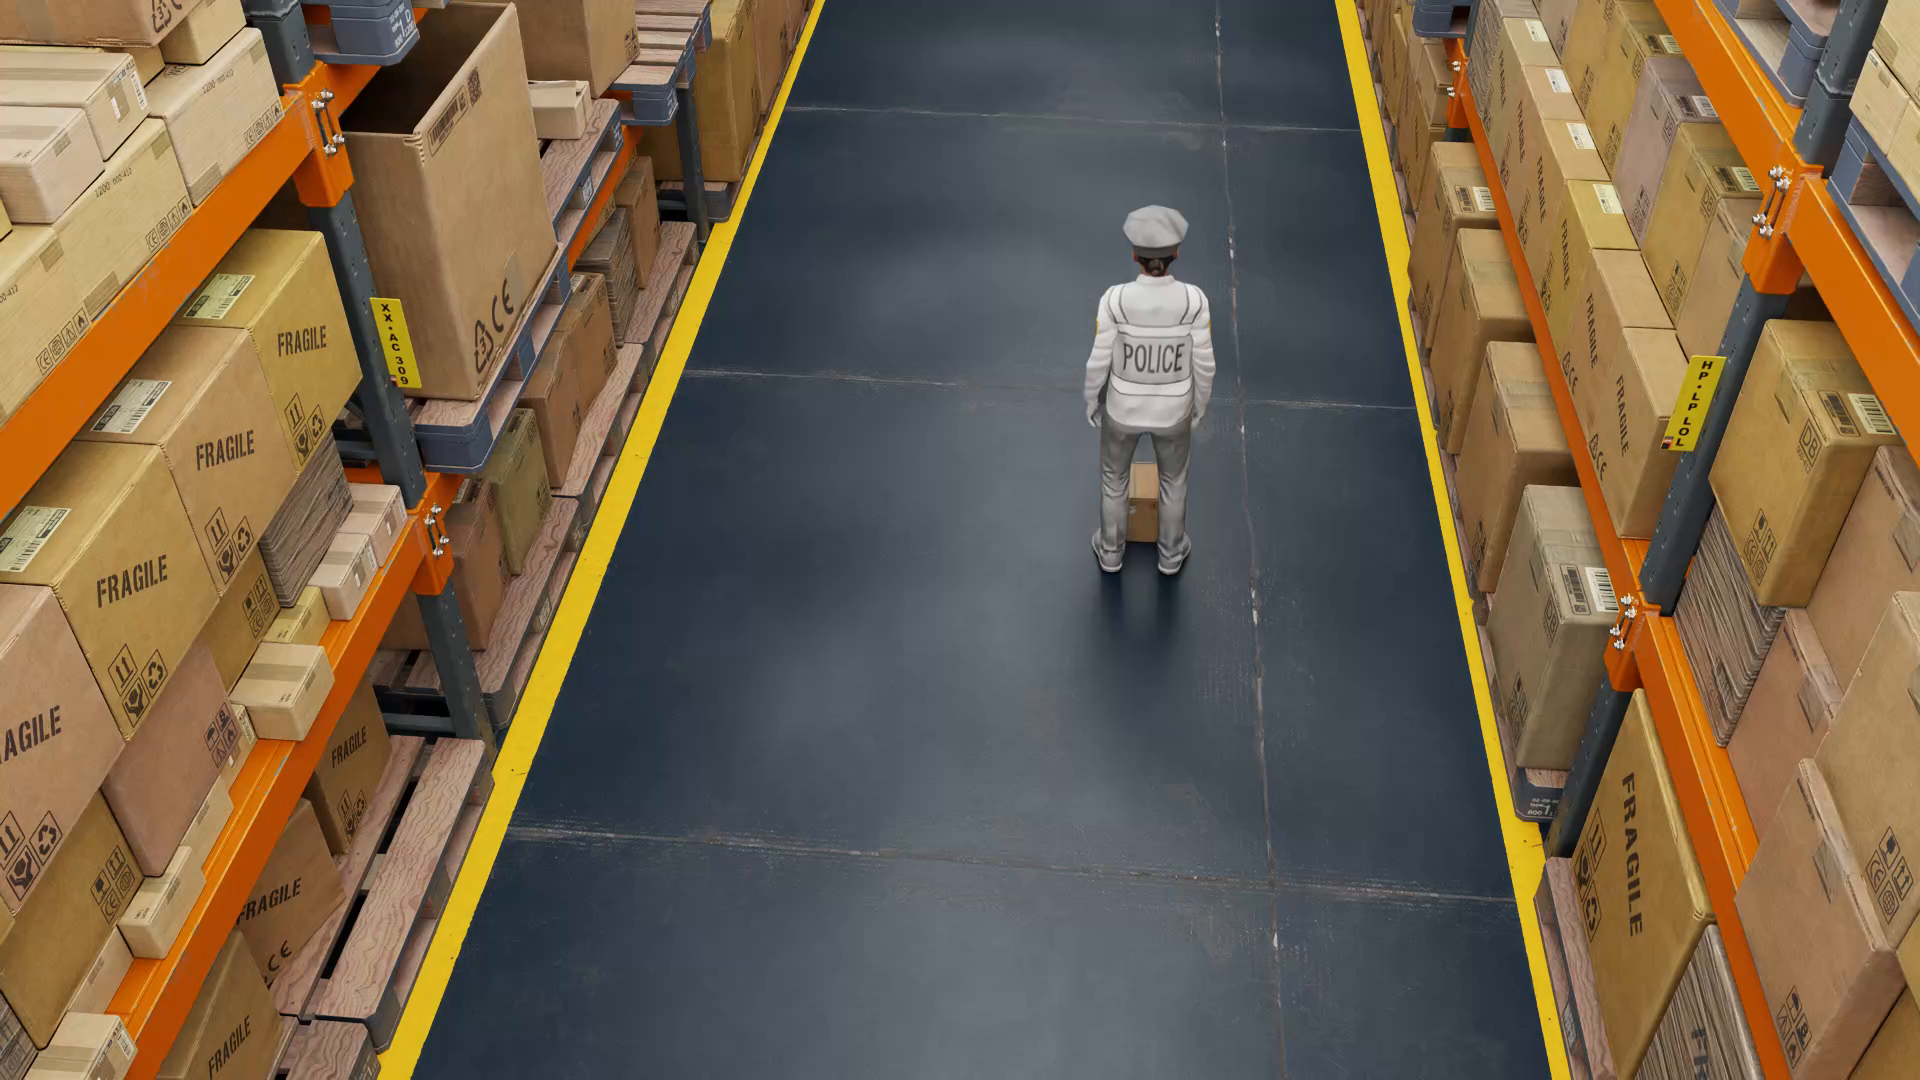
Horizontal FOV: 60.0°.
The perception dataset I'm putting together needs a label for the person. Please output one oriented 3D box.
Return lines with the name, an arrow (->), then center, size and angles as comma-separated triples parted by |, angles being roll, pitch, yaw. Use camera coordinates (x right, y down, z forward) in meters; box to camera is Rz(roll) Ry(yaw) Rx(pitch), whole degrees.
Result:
person -> 0.762, -0.548, 6.800 | 0.518, 1.663, 0.369 | 2, 40, 2
